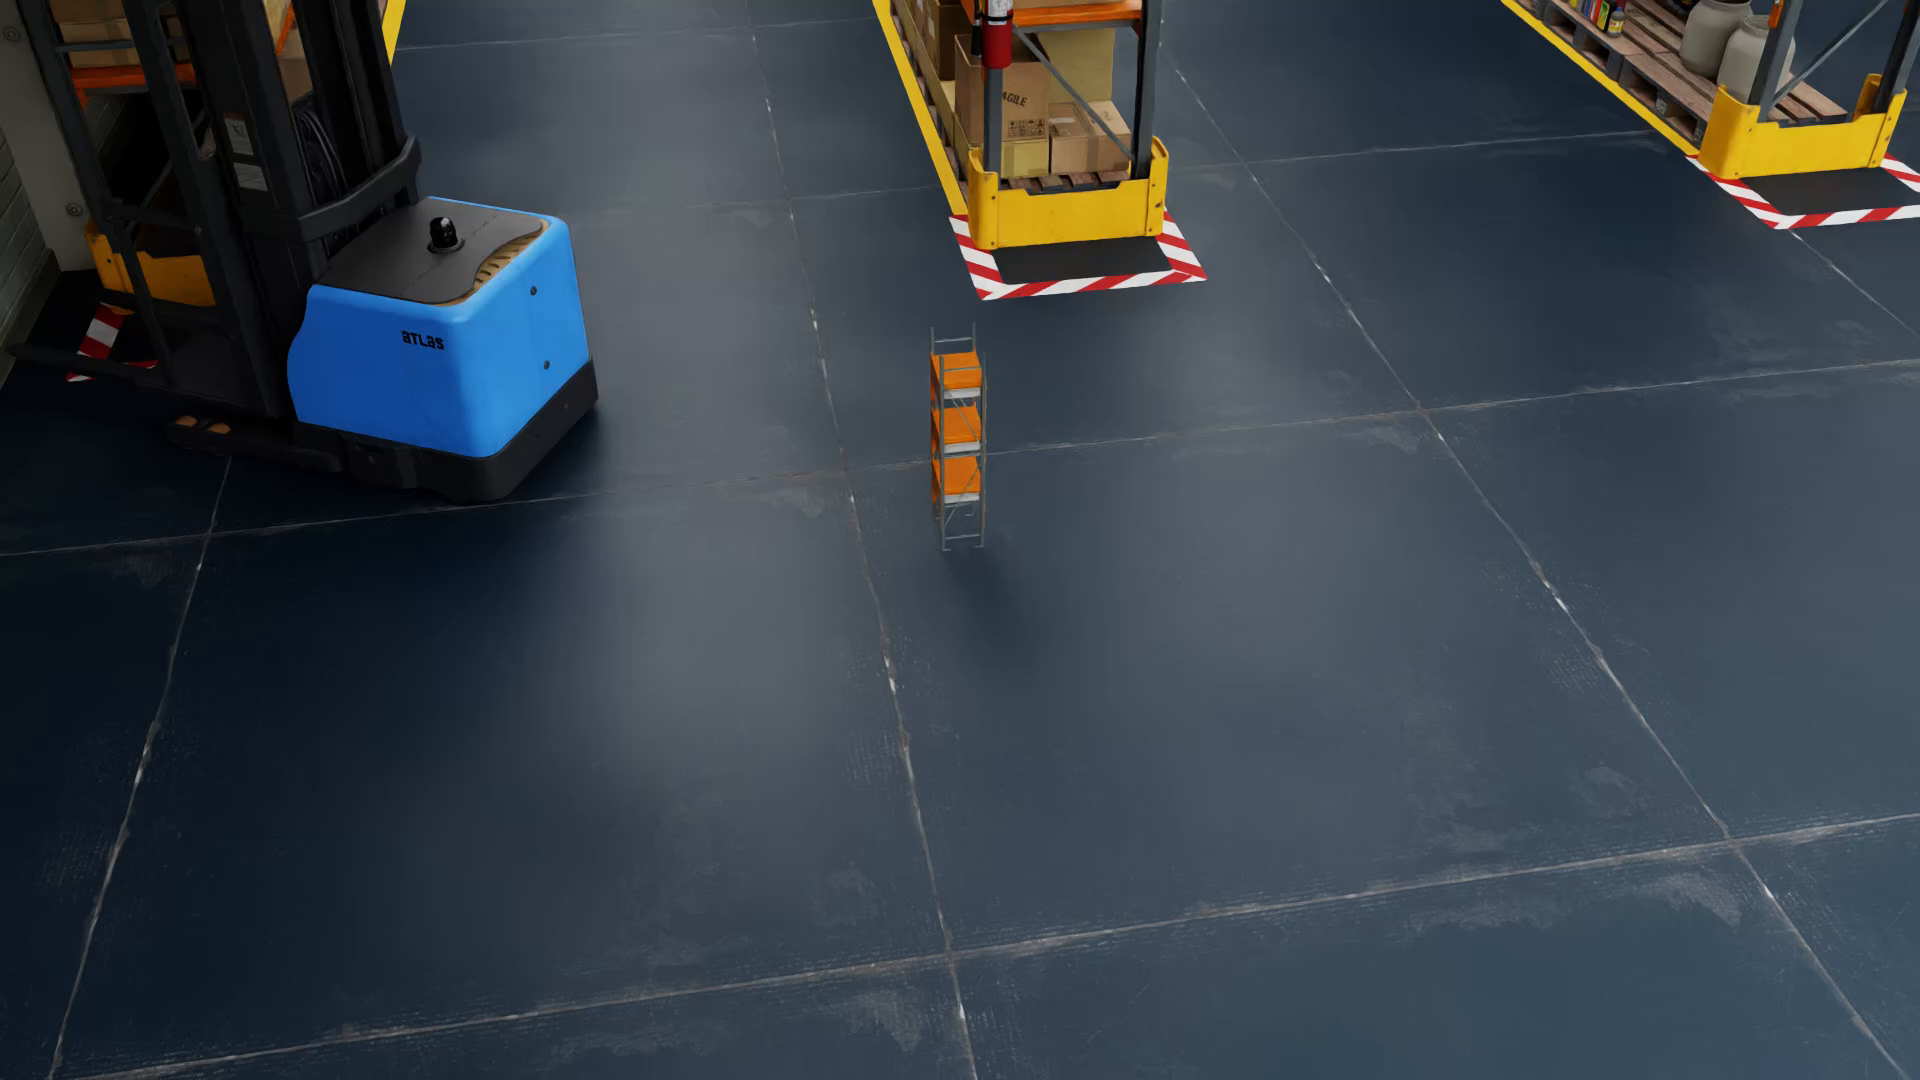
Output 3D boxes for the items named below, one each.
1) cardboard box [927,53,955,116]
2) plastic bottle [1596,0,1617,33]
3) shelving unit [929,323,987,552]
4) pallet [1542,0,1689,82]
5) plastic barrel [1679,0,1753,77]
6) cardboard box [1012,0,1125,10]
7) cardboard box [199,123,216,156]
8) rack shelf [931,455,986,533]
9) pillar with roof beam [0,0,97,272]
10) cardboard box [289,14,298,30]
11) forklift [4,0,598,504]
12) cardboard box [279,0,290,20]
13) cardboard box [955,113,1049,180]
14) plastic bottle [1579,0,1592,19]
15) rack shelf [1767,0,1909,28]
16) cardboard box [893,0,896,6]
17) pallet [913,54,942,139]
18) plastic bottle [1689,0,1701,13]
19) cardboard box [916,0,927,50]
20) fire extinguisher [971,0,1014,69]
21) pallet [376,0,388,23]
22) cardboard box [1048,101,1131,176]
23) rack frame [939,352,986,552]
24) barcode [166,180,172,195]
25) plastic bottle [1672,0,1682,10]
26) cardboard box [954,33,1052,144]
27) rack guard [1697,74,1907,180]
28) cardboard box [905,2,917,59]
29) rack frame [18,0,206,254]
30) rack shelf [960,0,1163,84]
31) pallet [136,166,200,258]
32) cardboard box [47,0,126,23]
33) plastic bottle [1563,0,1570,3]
[{"bbox_3d":[0.068,-3.077,11.165,0.500,0.250,0.500,-6,38,-8],"label":"cardboard box"},{"bbox_3d":[4.727,-3.865,12.135,0.061,0.283,0.133,-5,38,-7],"label":"plastic bottle"},{"bbox_3d":[-0.009,-0.447,7.470,0.215,1.050,0.252,-6,38,-8],"label":"shelving unit"},{"bbox_3d":[5.111,-3.799,12.468,1.003,0.211,1.213,-6,38,-8],"label":"pallet"},{"bbox_3d":[5.240,-3.509,11.507,0.421,0.512,0.421,0,38,0],"label":"plastic barrel"},{"bbox_3d":[0.572,-3.425,9.633,0.700,0.500,0.500,-6,38,-8],"label":"cardboard box"},{"bbox_3d":[-4.367,-2.451,10.293,0.500,0.311,0.500,-3,38,-4],"label":"cardboard box"},{"bbox_3d":[-0.009,-0.219,7.647,0.215,0.259,0.240,-6,38,-8],"label":"rack shelf"},{"bbox_3d":[-0.971,-5.729,7.790,9.100,9.000,0.400,-6,38,-8],"label":"pillar with roof beam"},{"bbox_3d":[-4.715,-3.548,11.550,0.500,0.500,0.500,-9,39,-11],"label":"cardboard box"},{"bbox_3d":[-3.441,-1.869,7.766,3.031,2.935,1.130,12,39,15],"label":"forklift"},{"bbox_3d":[-4.113,-3.157,9.475,0.500,0.250,0.500,-7,38,-9],"label":"cardboard box"},{"bbox_3d":[0.257,-2.475,10.389,0.500,0.250,0.500,-6,38,-8],"label":"cardboard box"},{"bbox_3d":[4.724,-4.032,12.357,0.152,0.276,0.135,-7,38,-9],"label":"plastic bottle"},{"bbox_3d":[5.168,-4.557,11.757,1.077,0.370,4.000,-6,38,-8],"label":"rack shelf"},{"bbox_3d":[-0.277,-4.286,12.721,0.500,0.250,0.500,-6,38,-8],"label":"cardboard box"},{"bbox_3d":[0.256,-3.194,11.689,1.003,0.211,1.213,-6,38,-8],"label":"pallet"},{"bbox_3d":[5.486,-4.001,12.311,0.061,0.283,0.133,-6,38,-7],"label":"plastic bottle"},{"bbox_3d":[-0.022,-3.675,11.323,0.500,0.500,0.500,-6,38,-8],"label":"cardboard box"},{"bbox_3d":[0.205,-2.951,9.166,0.296,0.674,0.183,-6,38,-8],"label":"fire extinguisher"},{"bbox_3d":[-5.074,-4.352,13.180,1.003,0.211,1.213,-6,38,-8],"label":"pallet"},{"bbox_3d":[0.766,-2.530,10.461,0.500,0.250,0.500,-6,38,-8],"label":"cardboard box"},{"bbox_3d":[0.012,-0.373,7.375,0.200,1.050,0.008,-6,38,-8],"label":"rack frame"},{"bbox_3d":[-4.665,-2.079,9.806,0.001,0.075,0.075,-6,38,-8],"label":"barcode"},{"bbox_3d":[5.430,-4.125,12.481,0.097,0.271,0.097,0,38,0],"label":"plastic bottle"},{"bbox_3d":[0.254,-2.771,10.159,0.500,0.500,0.500,-6,38,-8],"label":"cardboard box"},{"bbox_3d":[5.459,-2.687,10.801,1.175,0.500,0.348,-6,38,-8],"label":"rack guard"},{"bbox_3d":[-0.112,-3.681,11.942,0.500,0.250,0.500,-6,38,-8],"label":"cardboard box"},{"bbox_3d":[-4.235,-2.568,8.610,1.000,3.000,0.127,-6,38,-8],"label":"rack frame"},{"bbox_3d":[0.291,-4.027,11.074,1.077,0.370,4.000,-6,38,-8],"label":"rack shelf"},{"bbox_3d":[-4.356,-2.007,10.161,1.003,0.211,1.213,-6,38,-8],"label":"pallet"},{"bbox_3d":[-4.527,-3.074,8.757,0.500,0.500,0.500,-7,38,-8],"label":"cardboard box"},{"bbox_3d":[4.658,-4.274,12.607,0.144,0.351,0.185,-7,38,-8],"label":"plastic bottle"}]
